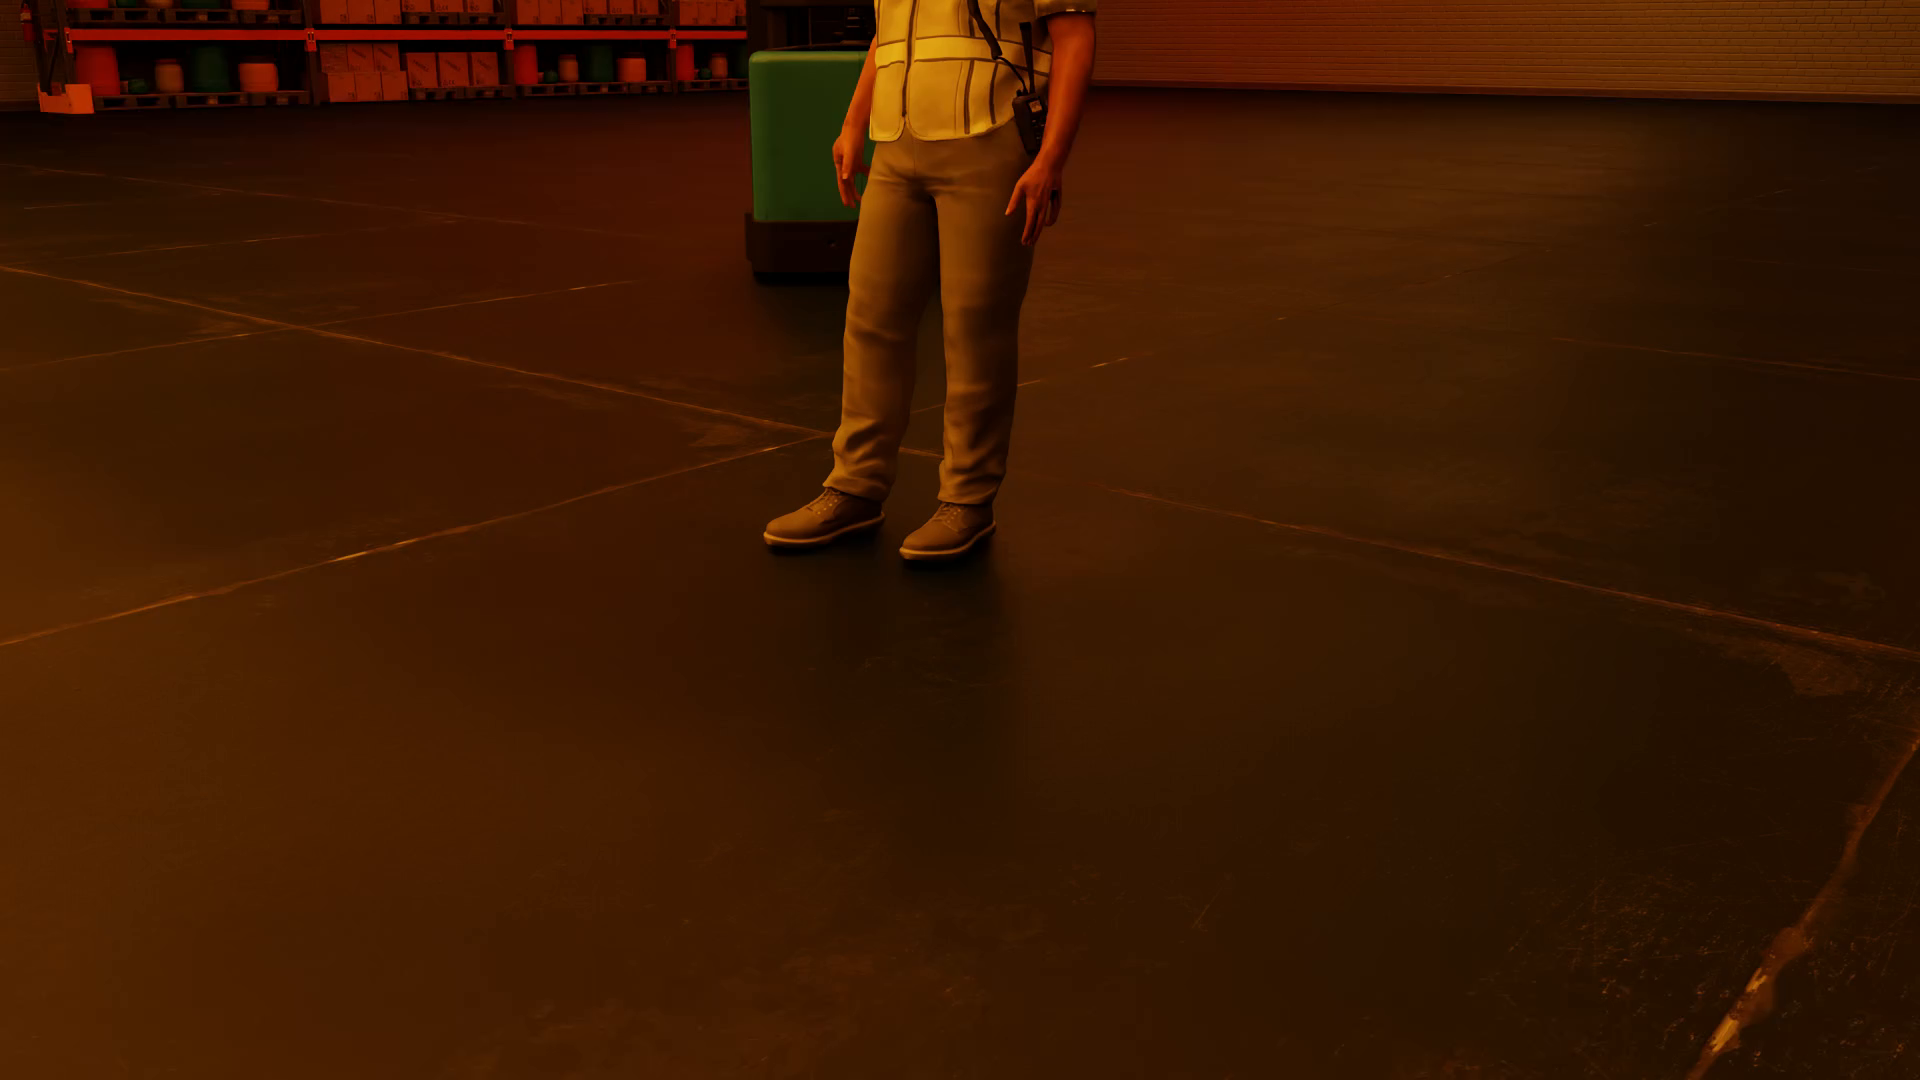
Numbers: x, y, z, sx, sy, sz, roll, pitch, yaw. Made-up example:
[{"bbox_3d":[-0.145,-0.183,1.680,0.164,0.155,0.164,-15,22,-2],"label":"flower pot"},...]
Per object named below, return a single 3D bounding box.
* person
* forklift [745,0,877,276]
[{"bbox_3d":[-0.059,-0.844,3.631,0.640,1.781,0.575,13,21,37],"label":"person"},{"bbox_3d":[-0.604,-3.043,8.920,1.130,2.935,3.031,-2,17,-5],"label":"forklift"}]
